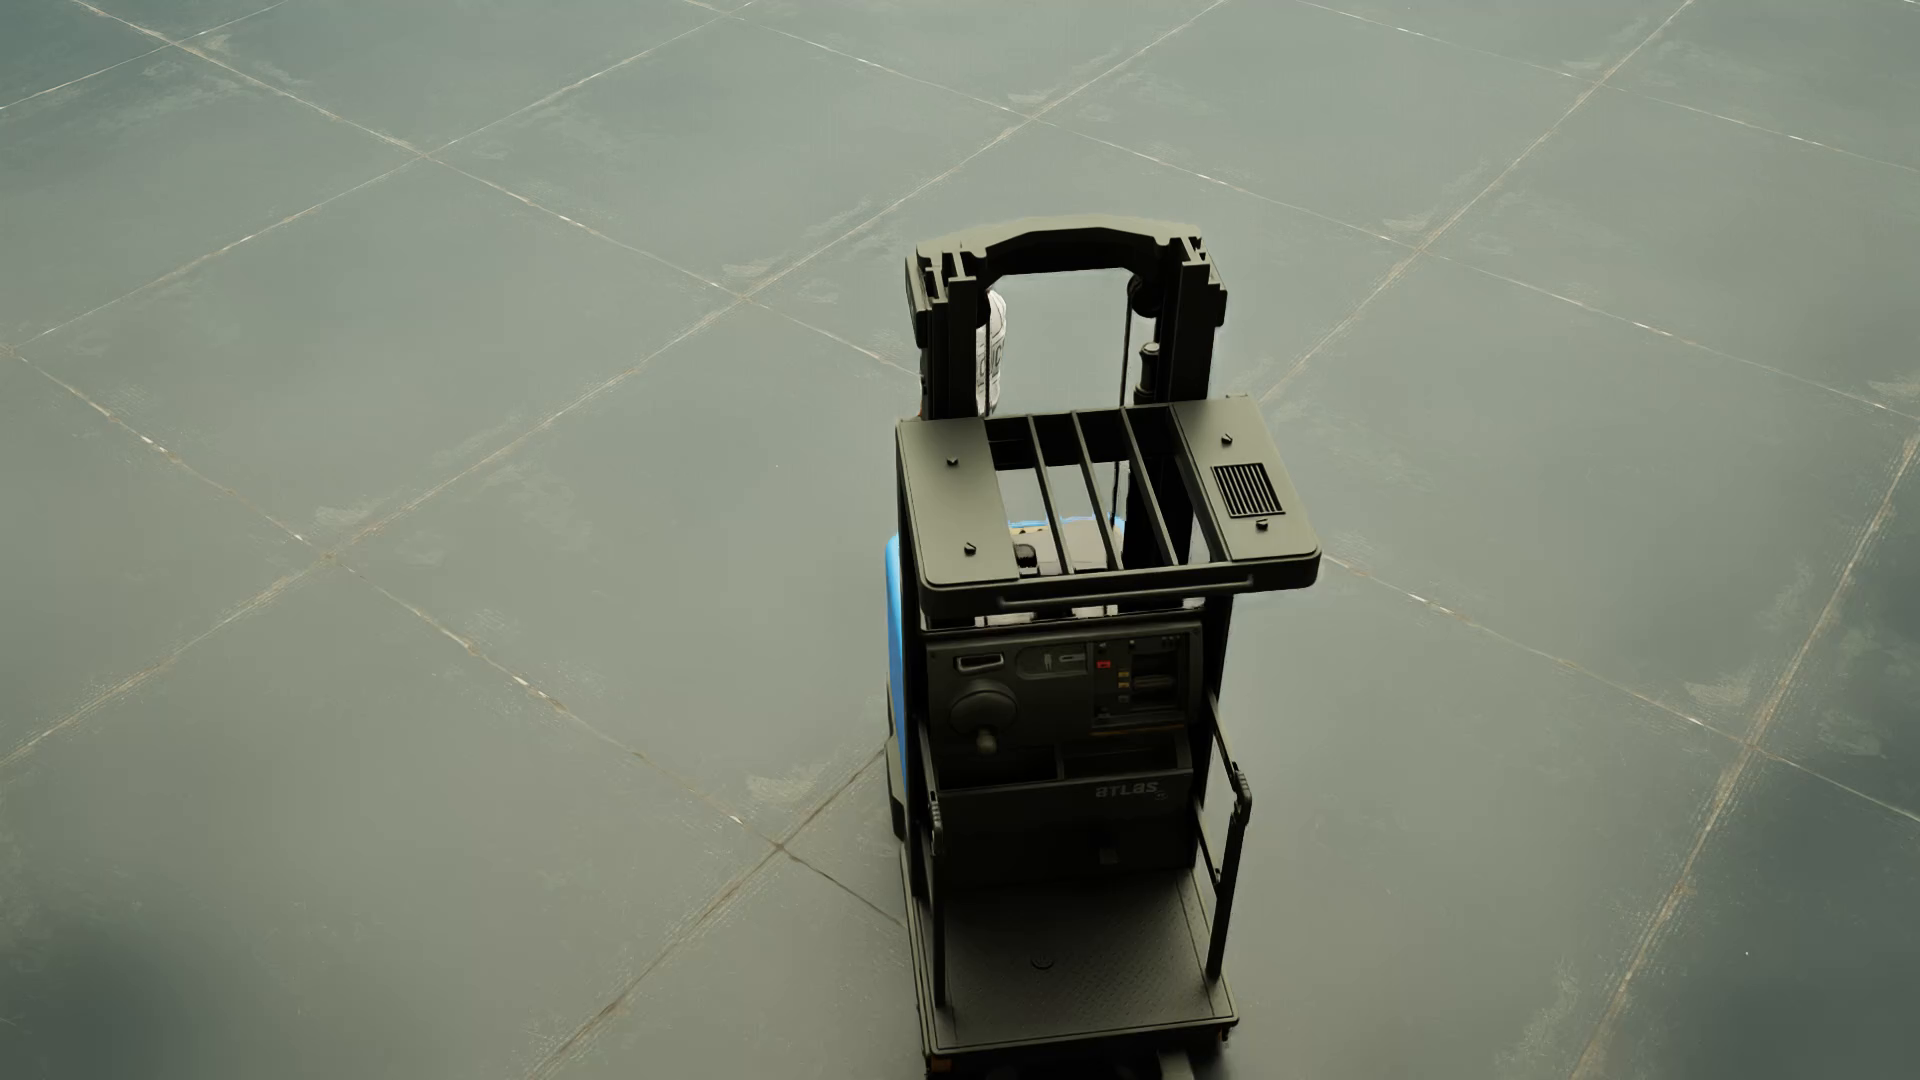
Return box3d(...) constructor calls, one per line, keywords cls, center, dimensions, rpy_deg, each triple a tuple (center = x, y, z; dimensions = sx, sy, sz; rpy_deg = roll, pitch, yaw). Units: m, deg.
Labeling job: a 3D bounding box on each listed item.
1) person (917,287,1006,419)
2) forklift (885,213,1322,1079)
box3d(cls="person", center=(-0.048, -0.690, 7.826), dimensions=(0.528, 1.695, 0.569), rpy_deg=(26, 47, 28))
box3d(cls="forklift", center=(0.383, 0.574, 5.401), dimensions=(1.130, 2.935, 3.031), rpy_deg=(-5, 41, -6))
